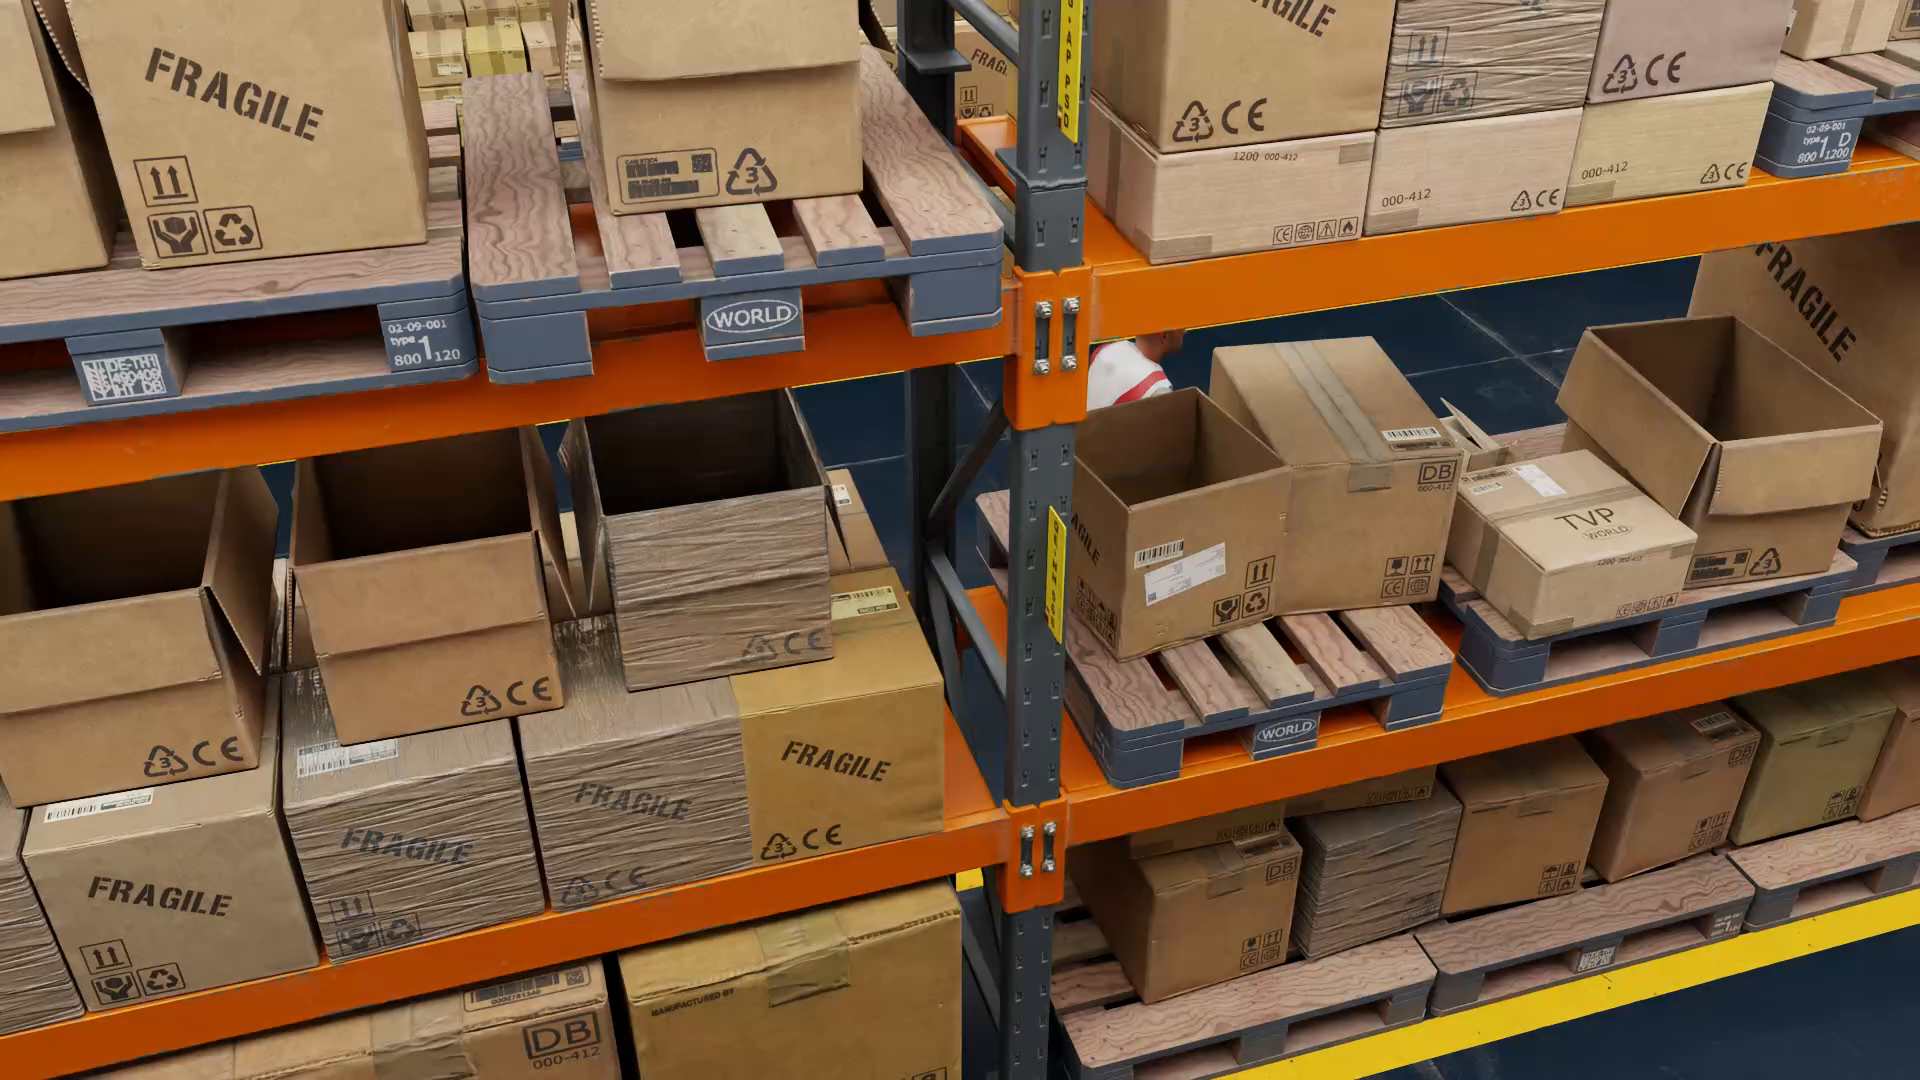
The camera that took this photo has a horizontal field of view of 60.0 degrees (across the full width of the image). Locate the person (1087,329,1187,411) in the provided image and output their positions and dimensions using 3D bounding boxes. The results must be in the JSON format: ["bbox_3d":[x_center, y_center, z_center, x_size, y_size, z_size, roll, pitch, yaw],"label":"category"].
[{"bbox_3d":[0.665,-0.148,6.350,0.455,1.779,0.619,-11,35,-16],"label":"person"}]
